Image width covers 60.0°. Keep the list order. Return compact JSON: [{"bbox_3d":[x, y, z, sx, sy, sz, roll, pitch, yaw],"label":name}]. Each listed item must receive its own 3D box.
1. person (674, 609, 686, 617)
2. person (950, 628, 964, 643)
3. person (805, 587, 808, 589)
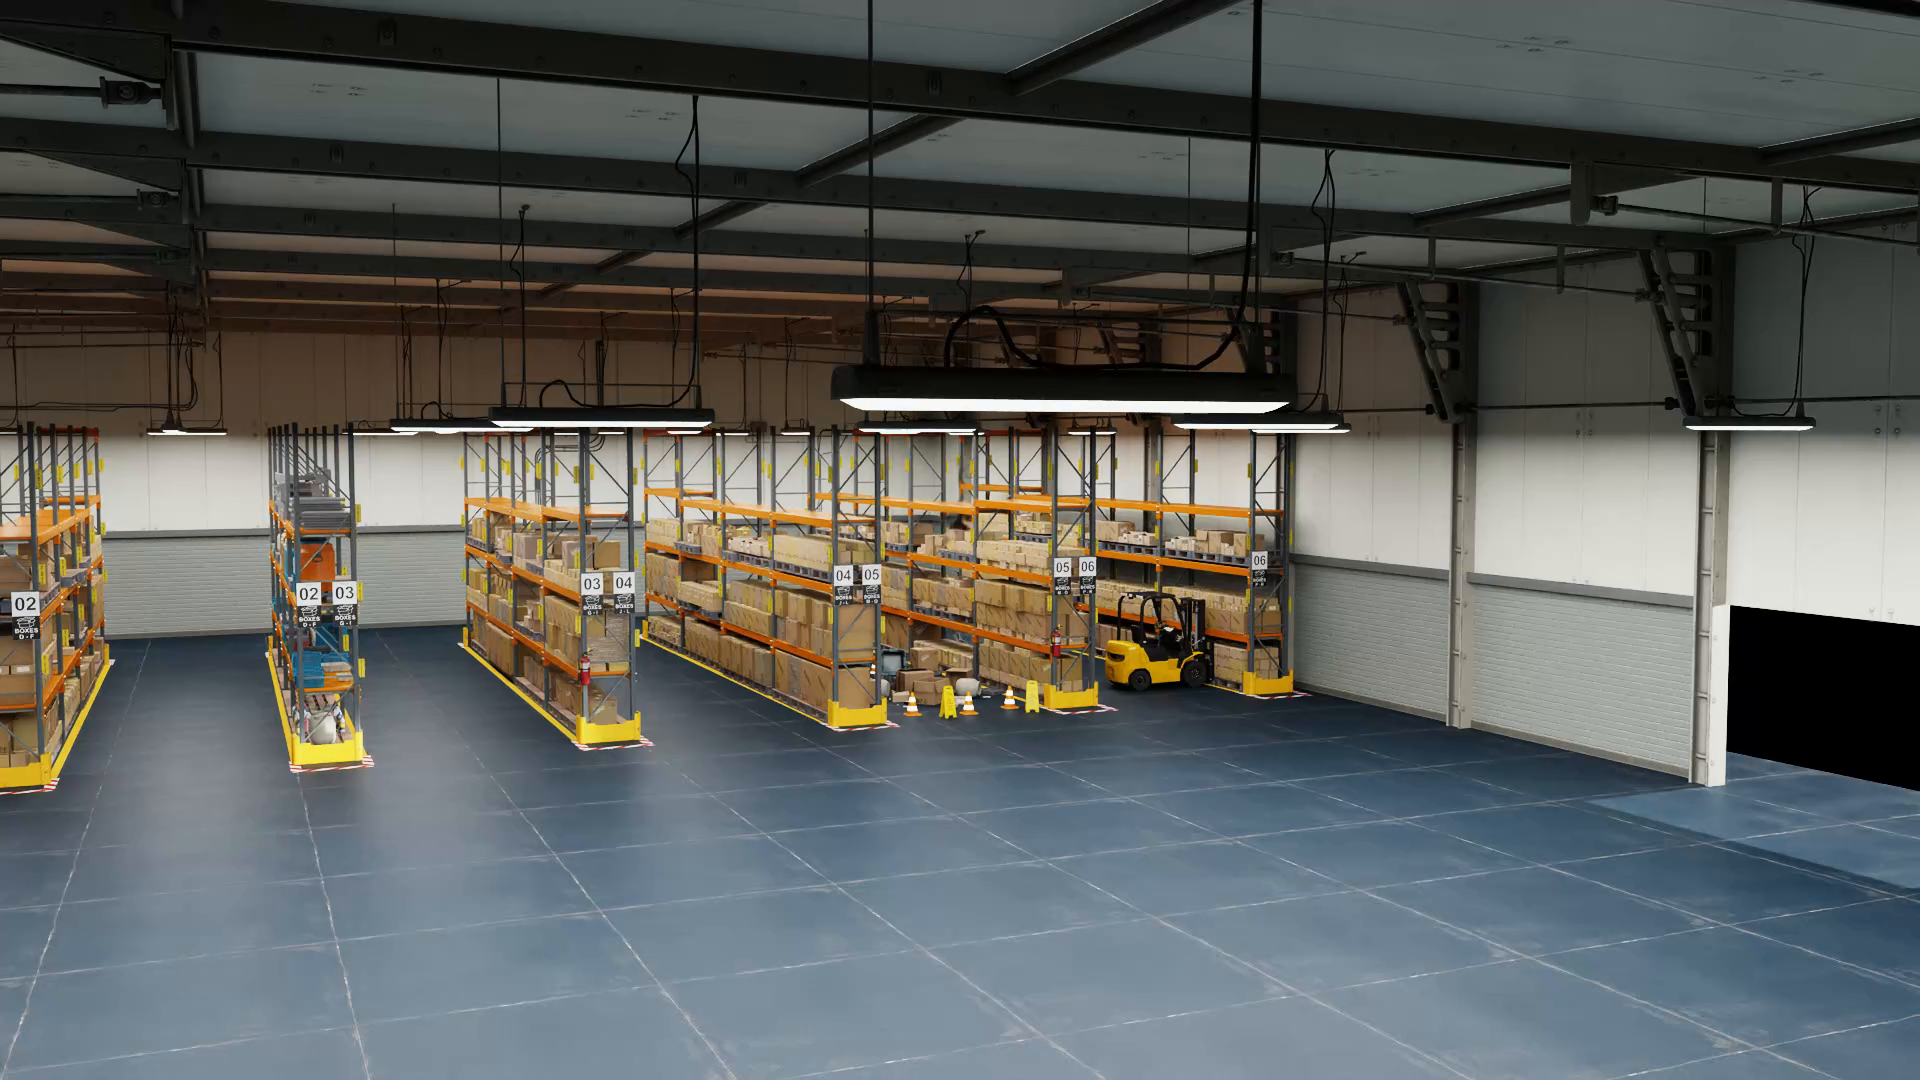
[{"bbox_3d":[-8.217,1.885,49.123,0.765,1.635,0.469,1,4,16],"label":"person"},{"bbox_3d":[-0.160,2.148,44.877,0.597,1.665,0.557,-1,4,-23],"label":"person"},{"bbox_3d":[-4.460,1.711,51.262,0.709,1.719,0.680,0,3,1],"label":"person"}]
